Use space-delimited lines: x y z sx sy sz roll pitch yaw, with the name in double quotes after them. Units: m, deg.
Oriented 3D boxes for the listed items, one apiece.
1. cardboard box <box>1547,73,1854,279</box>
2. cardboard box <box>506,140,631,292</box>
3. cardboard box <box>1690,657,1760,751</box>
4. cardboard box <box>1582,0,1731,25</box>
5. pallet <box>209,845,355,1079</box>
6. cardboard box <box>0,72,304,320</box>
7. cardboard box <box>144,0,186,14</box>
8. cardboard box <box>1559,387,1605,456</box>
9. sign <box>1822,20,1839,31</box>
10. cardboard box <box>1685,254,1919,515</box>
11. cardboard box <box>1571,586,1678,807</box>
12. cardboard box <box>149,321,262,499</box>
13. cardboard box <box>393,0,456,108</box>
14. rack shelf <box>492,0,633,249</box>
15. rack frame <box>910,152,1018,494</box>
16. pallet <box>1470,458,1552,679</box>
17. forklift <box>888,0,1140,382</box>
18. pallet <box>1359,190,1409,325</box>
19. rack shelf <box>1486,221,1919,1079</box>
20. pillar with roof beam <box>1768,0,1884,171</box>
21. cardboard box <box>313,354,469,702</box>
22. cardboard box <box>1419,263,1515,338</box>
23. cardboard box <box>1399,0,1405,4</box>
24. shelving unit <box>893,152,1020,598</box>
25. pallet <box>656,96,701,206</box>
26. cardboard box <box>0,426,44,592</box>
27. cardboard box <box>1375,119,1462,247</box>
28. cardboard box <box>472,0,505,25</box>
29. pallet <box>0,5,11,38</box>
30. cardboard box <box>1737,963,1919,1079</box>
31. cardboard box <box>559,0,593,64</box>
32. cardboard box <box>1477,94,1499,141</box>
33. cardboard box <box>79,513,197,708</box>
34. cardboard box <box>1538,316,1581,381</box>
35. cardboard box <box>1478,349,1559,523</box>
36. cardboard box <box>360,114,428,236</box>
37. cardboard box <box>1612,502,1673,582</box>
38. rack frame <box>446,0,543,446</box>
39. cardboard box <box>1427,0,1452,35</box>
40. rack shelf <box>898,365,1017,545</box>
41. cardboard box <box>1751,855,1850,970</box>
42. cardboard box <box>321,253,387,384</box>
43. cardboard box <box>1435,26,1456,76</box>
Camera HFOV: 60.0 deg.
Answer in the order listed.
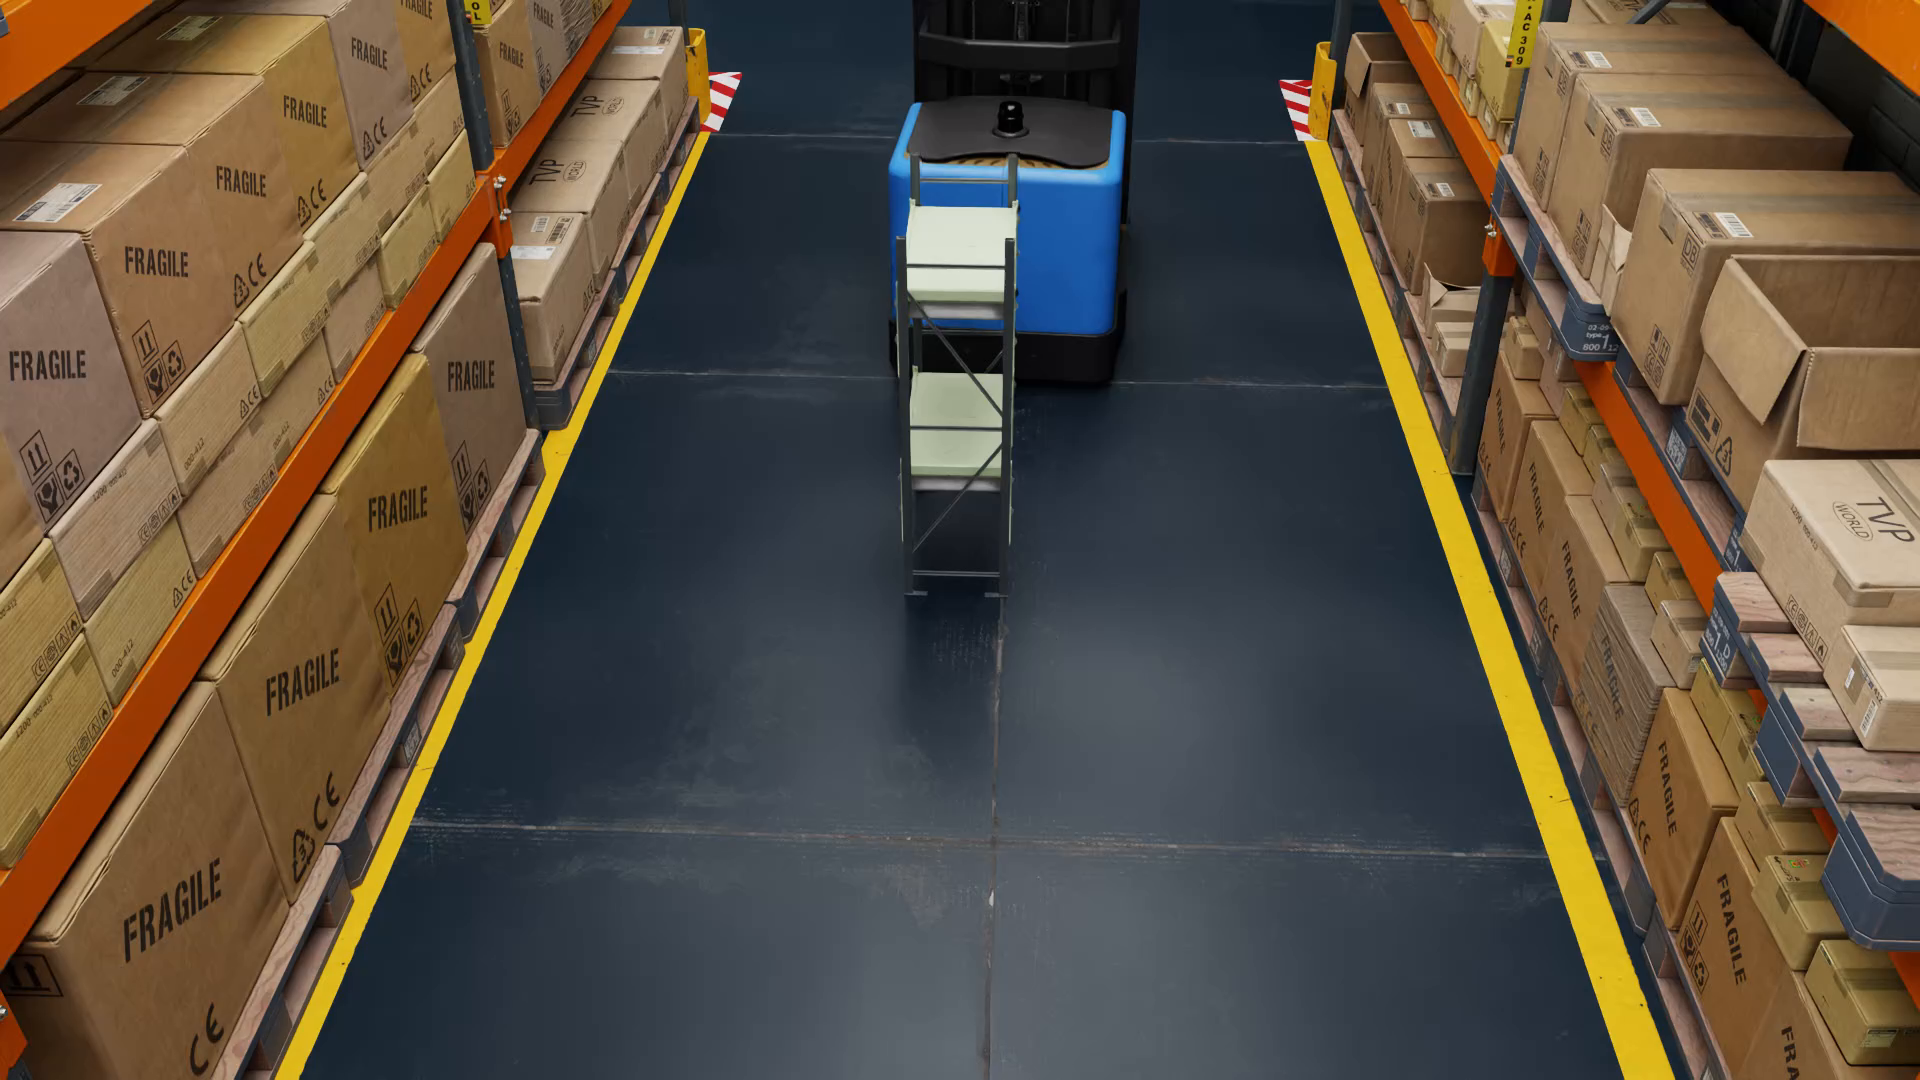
2.349 -1.166 5.348 0.700 0.500 0.500 2 35 2 "cardboard box"
-2.180 -1.632 8.327 0.875 0.438 0.875 0 35 0 "cardboard box"
2.318 0.469 4.719 0.380 0.149 0.250 1 35 1 "cardboard box"
2.915 -2.151 7.073 0.500 0.250 0.500 1 35 1 "cardboard box"
-2.401 1.352 4.643 1.003 0.211 1.213 1 35 2 "pallet"
-2.174 -0.938 4.519 0.500 0.500 0.500 2 35 3 "cardboard box"
-2.645 -1.547 5.386 0.500 0.500 0.500 1 35 2 "cardboard box"
2.399 -0.430 5.997 0.380 0.149 0.250 0 35 -1 "cardboard box"
3.167 -1.987 5.961 0.100 0.325 0.005 1 35 2 "sign"
2.332 -0.382 4.229 0.797 0.503 0.637 1 35 1 "cardboard box"
2.305 0.491 5.252 0.500 0.500 0.500 0 35 0 "cardboard box"
-2.187 -0.350 4.334 0.500 0.250 0.500 1 35 2 "cardboard box"
-2.115 -1.824 5.780 0.500 0.500 0.500 2 35 3 "cardboard box"
-2.267 -2.491 8.311 1.077 0.370 4.000 1 35 2 "rack shelf"
0.014 -0.820 6.613 0.400 1.500 0.023 1 35 2 "rack frame"
2.617 0.085 6.445 1.003 0.211 1.213 1 35 2 "pallet"
0.345 -2.758 8.125 1.130 2.935 3.031 4 35 5 "forklift"
2.687 -1.480 8.673 1.003 0.211 1.213 1 35 2 "pallet"
2.532 -0.080 4.881 1.077 0.370 4.000 1 35 2 "rack shelf"
-0.761 -4.457 5.265 9.100 9.000 0.400 1 35 2 "pillar with roof beam"
-2.321 -0.061 5.711 0.875 0.875 0.875 2 35 3 "cardboard box"
2.356 -1.109 7.732 0.396 0.266 0.258 3 35 4 "cardboard box"
2.384 -2.798 8.340 0.380 0.149 0.250 0 35 1 "cardboard box"
0.000 -0.610 6.313 0.431 1.500 0.755 1 35 2 "shelving unit"
-2.141 -2.332 9.885 1.003 0.211 1.213 1 35 2 "pallet"
-2.244 -0.066 3.278 0.500 0.500 0.500 0 35 0 "cardboard box"
2.459 -1.830 8.554 0.500 0.500 0.500 2 35 3 "cardboard box"
-2.086 -2.354 6.534 0.500 0.500 0.500 2 35 2 "cardboard box"
-2.535 -0.859 2.919 1.213 0.211 1.003 3 35 4 "pallet"
2.254 1.377 3.990 0.500 0.500 0.500 2 35 3 "cardboard box"
-2.016 -2.515 7.633 0.500 0.500 0.500 2 35 2 "cardboard box"
2.362 -1.760 6.864 0.380 0.149 0.250 2 35 3 "cardboard box"
-2.234 0.153 4.055 0.500 0.250 0.500 0 35 1 "cardboard box"
2.369 -0.710 6.137 0.380 0.149 0.250 0 35 0 "cardboard box"
2.368 -0.400 6.519 0.500 0.500 0.500 3 35 4 "cardboard box"
-2.135 -1.233 5.592 0.500 0.250 0.500 2 35 3 "cardboard box"
2.342 0.013 5.367 0.380 0.149 0.250 3 35 4 "cardboard box"
-2.348 -1.636 6.469 1.000 3.000 0.127 1 35 2 "rack frame"
2.428 -2.457 7.509 0.500 0.250 0.500 1 35 2 "cardboard box"
0.000 -0.343 6.501 0.431 0.370 0.720 1 35 2 "rack shelf"
2.198 0.913 4.087 0.380 0.149 0.250 0 35 -1 "cardboard box"
-2.175 -0.729 5.309 0.500 0.250 0.500 0 35 1 "cardboard box"
2.368 -2.207 7.501 0.380 0.149 0.250 1 35 1 "cardboard box"
